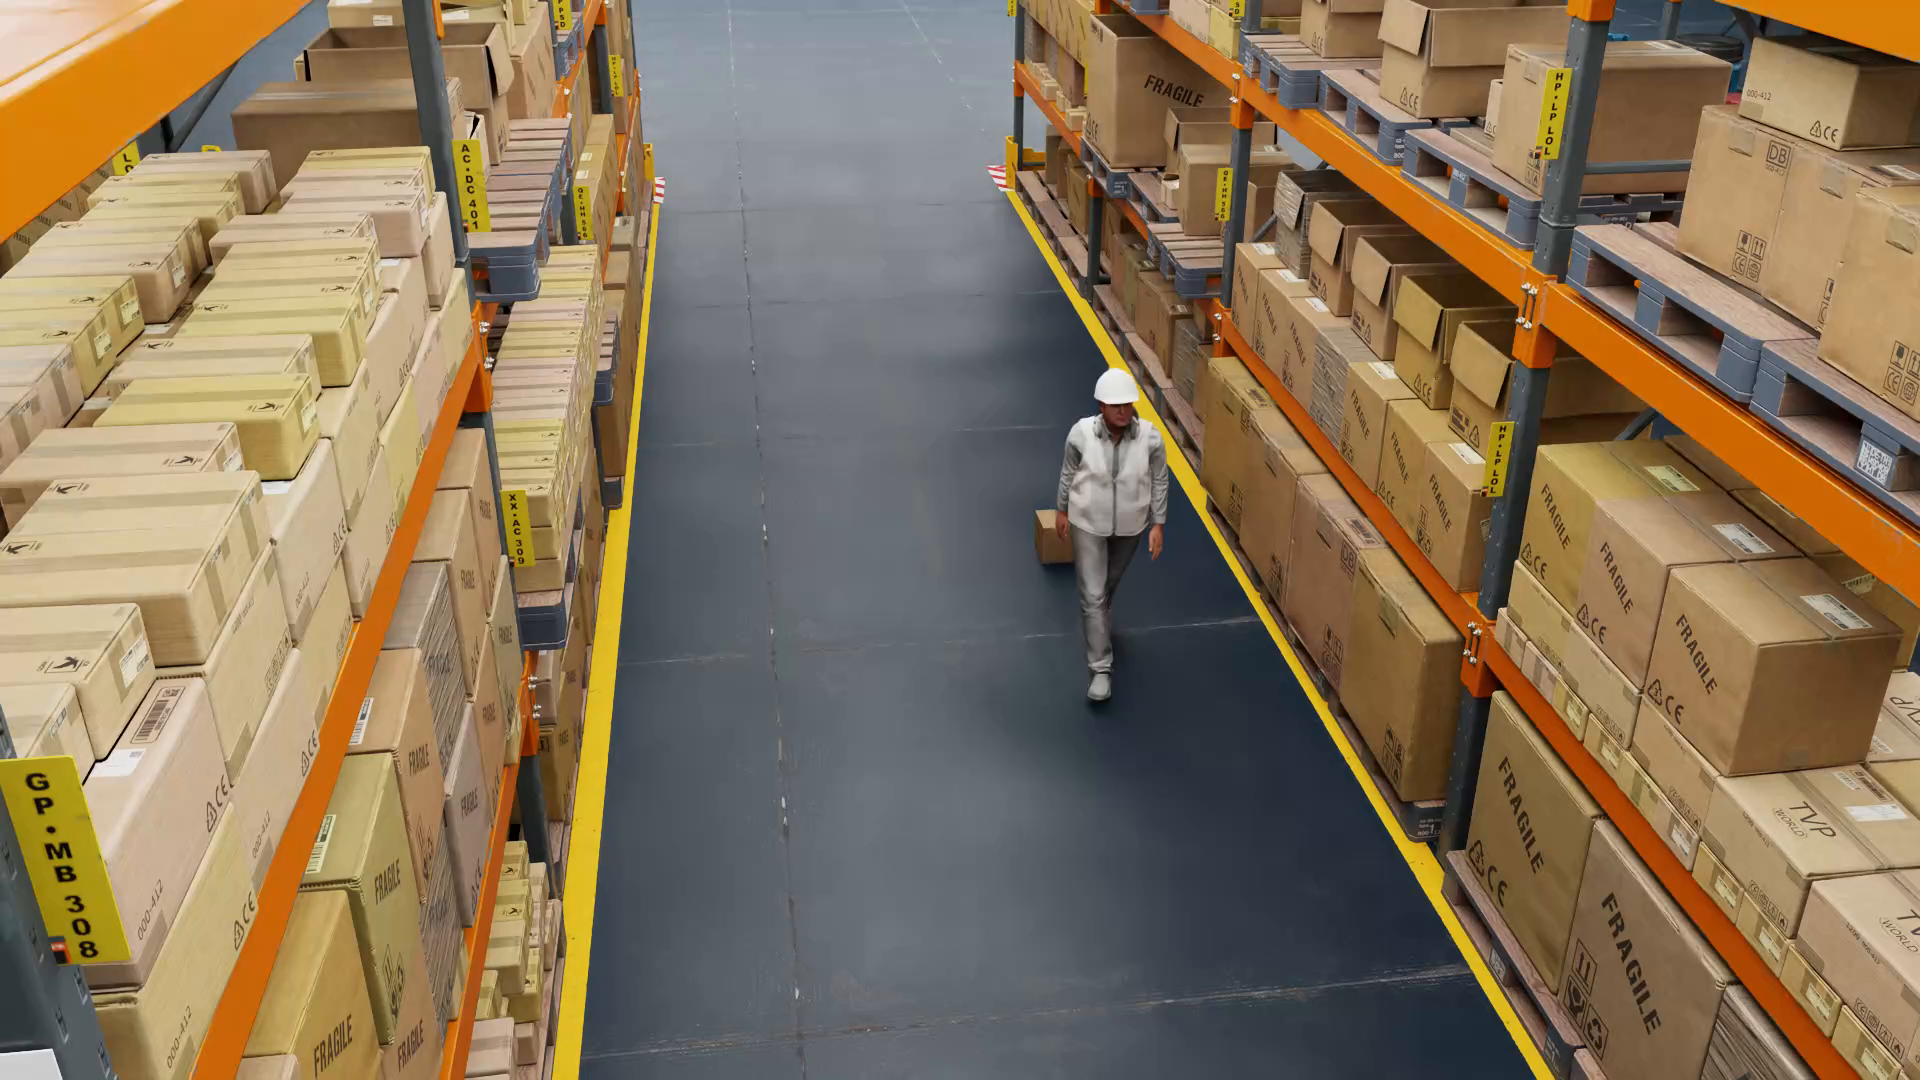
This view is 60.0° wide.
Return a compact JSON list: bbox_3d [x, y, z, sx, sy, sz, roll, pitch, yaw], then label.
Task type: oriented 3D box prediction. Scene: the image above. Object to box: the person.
[{"bbox_3d":[0.815,-0.107,8.812,0.565,1.713,1.057,-3,27,-6],"label":"person"}]
